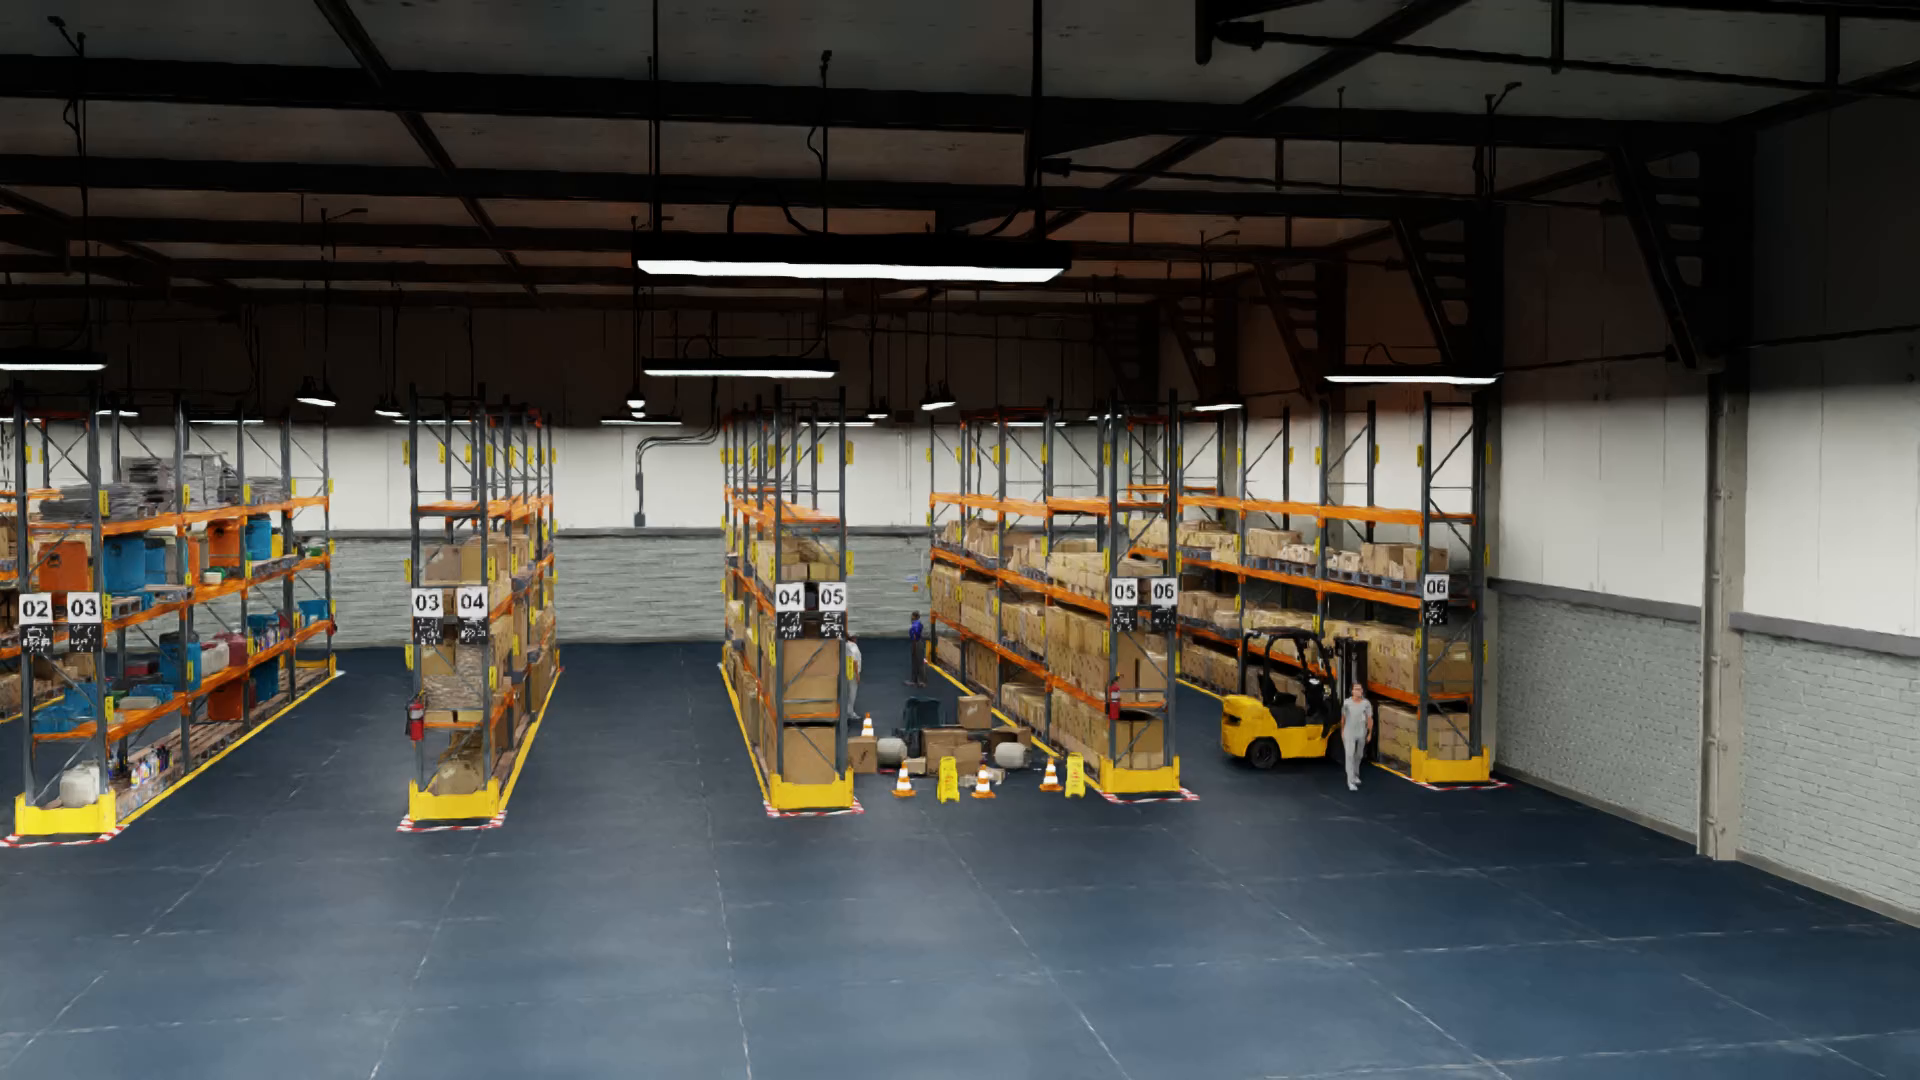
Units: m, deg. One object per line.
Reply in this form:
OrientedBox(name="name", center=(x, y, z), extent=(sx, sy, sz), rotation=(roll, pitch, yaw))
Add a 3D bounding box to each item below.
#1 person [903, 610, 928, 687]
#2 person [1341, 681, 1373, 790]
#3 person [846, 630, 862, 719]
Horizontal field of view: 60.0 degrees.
OrientedBox(name="person", center=(-0.967, 2.334, 36.088), extent=(0.562, 1.651, 0.586), rotation=(0, 3, 4))
OrientedBox(name="person", center=(5.965, 2.914, 24.979), extent=(0.446, 1.600, 1.006), rotation=(0, 3, -1))
OrientedBox(name="person", center=(-2.094, 2.547, 31.751), extent=(0.400, 1.668, 0.608), rotation=(-2, 3, -33))
